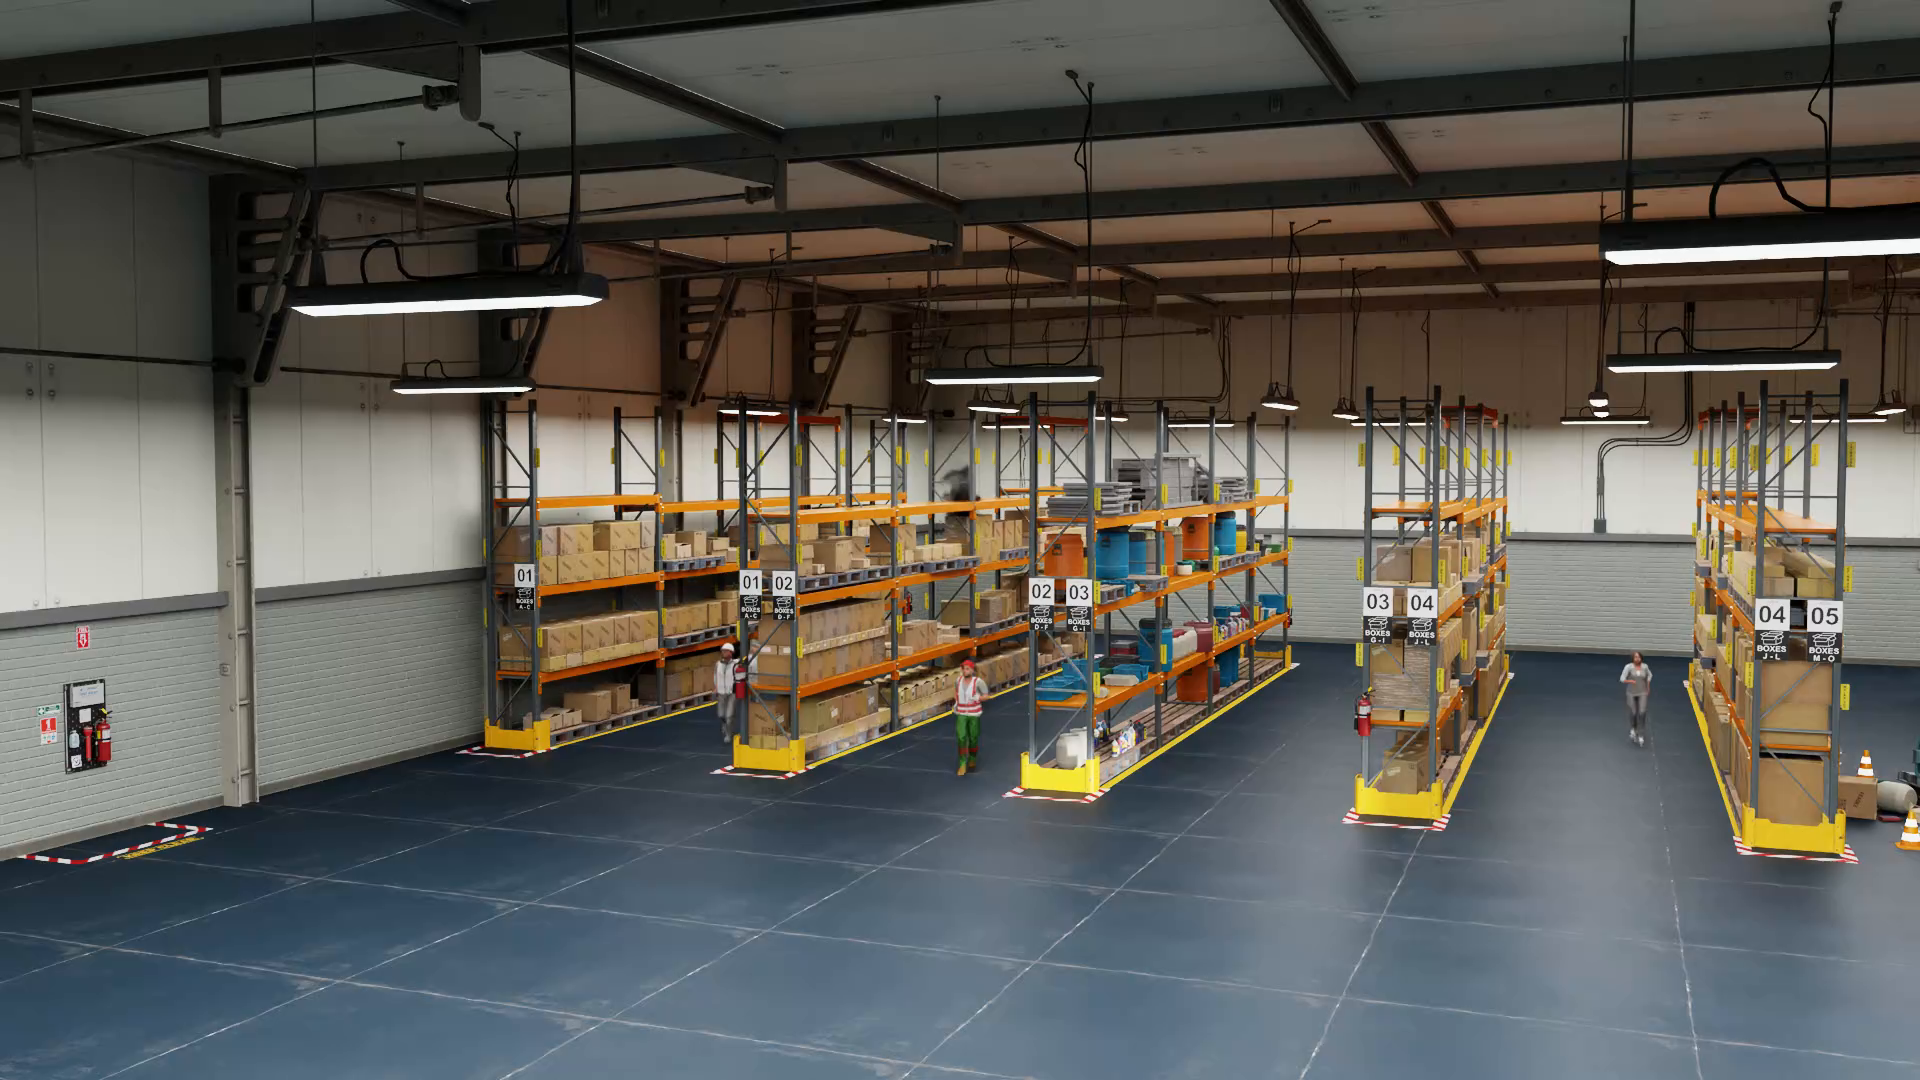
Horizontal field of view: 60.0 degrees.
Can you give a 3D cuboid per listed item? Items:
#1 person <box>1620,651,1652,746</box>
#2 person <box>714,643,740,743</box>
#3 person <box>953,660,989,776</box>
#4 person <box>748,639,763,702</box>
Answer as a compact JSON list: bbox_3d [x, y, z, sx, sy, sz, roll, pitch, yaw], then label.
[{"bbox_3d":[11.864,2.750,29.196,0.528,1.631,0.751,1,3,20],"label":"person"},{"bbox_3d":[-4.073,2.692,29.393,0.656,1.746,0.627,1,3,13],"label":"person"},{"bbox_3d":[0.162,2.821,26.396,0.616,1.851,0.779,1,3,11],"label":"person"},{"bbox_3d":[-3.796,2.651,30.506,0.582,1.690,0.666,0,3,4],"label":"person"}]
